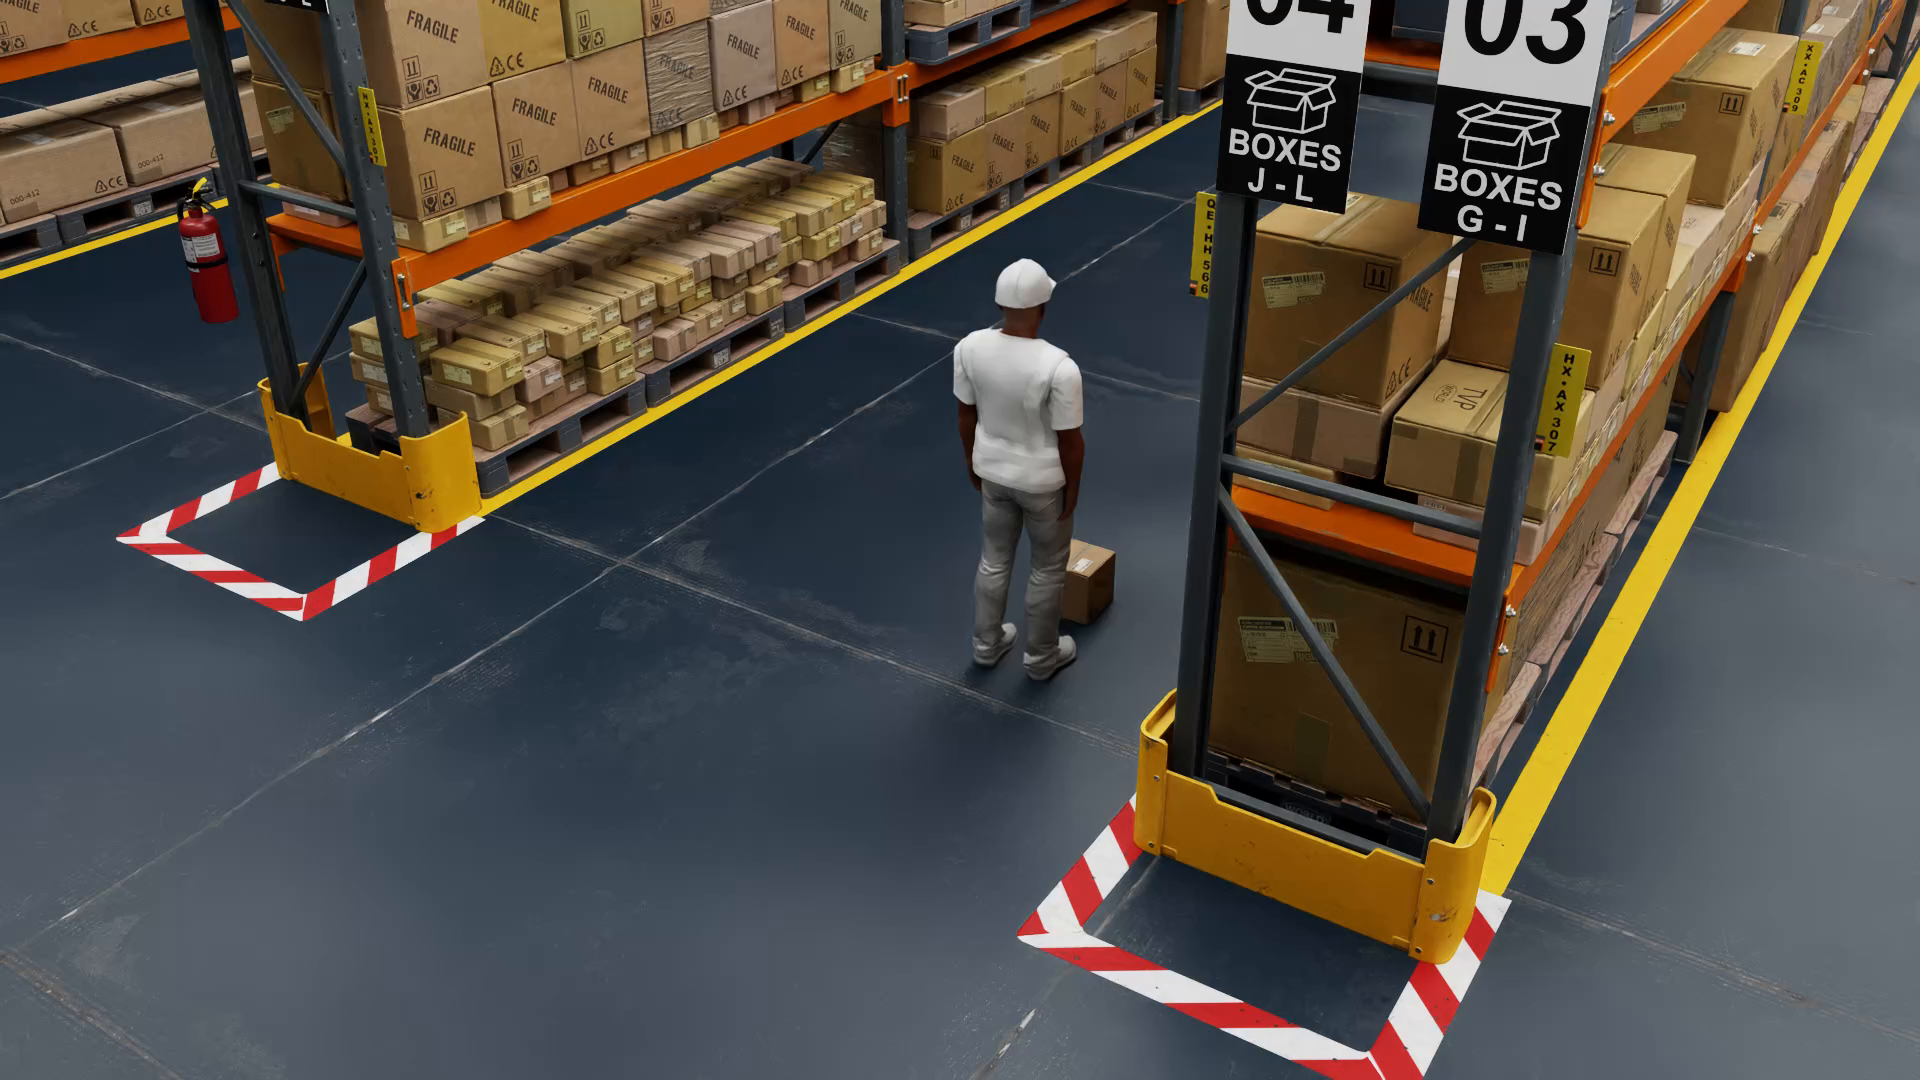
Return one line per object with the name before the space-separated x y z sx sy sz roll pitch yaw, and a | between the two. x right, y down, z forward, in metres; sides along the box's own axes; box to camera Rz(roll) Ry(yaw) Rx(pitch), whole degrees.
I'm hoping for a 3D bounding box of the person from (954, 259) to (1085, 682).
person | 0.248 -0.267 6.574 0.562 1.765 0.368 19 35 29
